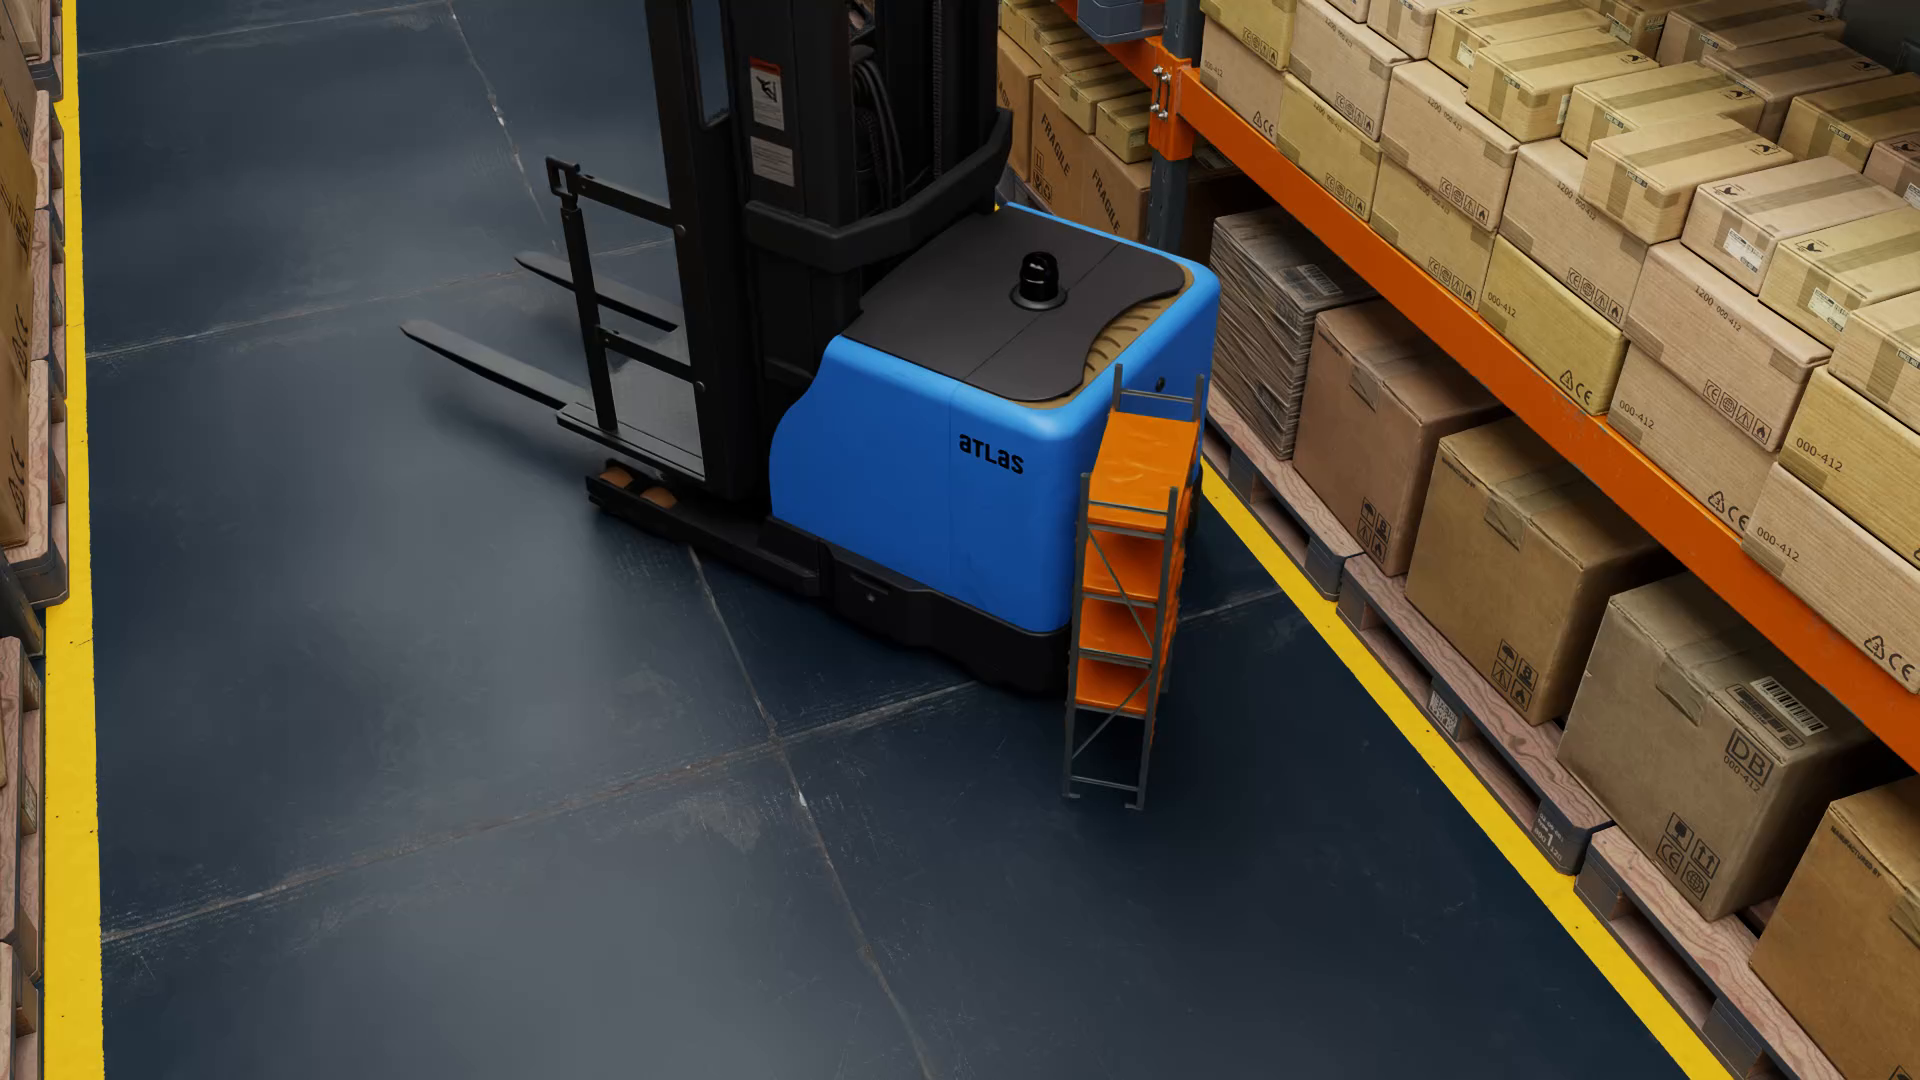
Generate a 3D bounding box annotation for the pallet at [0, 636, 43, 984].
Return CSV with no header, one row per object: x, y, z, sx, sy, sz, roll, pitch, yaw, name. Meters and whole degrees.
-3.114,0.853,4.596,1.003,0.211,1.213,-15,43,-17,pallet

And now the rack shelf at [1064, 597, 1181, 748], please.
0.475,0.359,4.820,0.258,0.148,0.480,9,42,10,rack shelf

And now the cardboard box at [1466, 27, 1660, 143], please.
1.526,-1.159,4.223,0.380,0.149,0.250,-14,43,-16,cardboard box

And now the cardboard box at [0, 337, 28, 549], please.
-3.599,-0.465,5.298,0.875,0.875,0.875,-15,43,-17,cardboard box

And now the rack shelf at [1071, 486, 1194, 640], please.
0.475,0.038,4.545,0.258,0.148,0.480,9,42,10,rack shelf

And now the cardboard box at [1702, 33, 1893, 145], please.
2.090,-1.134,4.194,0.380,0.149,0.250,-14,43,-16,cardboard box

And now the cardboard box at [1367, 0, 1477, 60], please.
1.360,-1.471,4.585,0.380,0.149,0.250,-15,43,-16,cardboard box

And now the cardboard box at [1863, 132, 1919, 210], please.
2.328,-0.836,3.848,0.380,0.149,0.250,-15,43,-17,cardboard box

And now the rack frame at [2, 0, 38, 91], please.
-4.942,-3.085,7.036,1.000,3.000,0.127,-15,43,-17,rack frame

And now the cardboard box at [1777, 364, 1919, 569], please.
2.076,-0.179,3.389,0.500,0.250,0.500,-16,43,-18,cardboard box

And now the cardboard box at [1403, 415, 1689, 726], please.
1.914,0.002,4.946,0.875,0.625,0.625,-17,43,-19,cardboard box

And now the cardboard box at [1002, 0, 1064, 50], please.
0.402,-2.254,7.168,0.380,0.149,0.250,-16,43,-17,cardboard box

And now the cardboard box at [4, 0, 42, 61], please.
-5.083,-2.677,8.206,0.875,0.438,0.875,-16,43,-17,cardboard box

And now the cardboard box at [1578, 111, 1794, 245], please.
1.678,-0.843,3.855,0.380,0.149,0.250,-16,43,-18,cardboard box

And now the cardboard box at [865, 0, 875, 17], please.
-0.167,-2.871,8.383,0.500,0.500,0.500,-16,43,-17,cardboard box

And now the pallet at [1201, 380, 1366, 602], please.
1.452,-0.353,5.998,1.003,0.211,1.213,-15,43,-17,pallet

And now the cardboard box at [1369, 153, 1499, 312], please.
1.508,-0.918,4.632,0.500,0.250,0.500,-16,43,-18,cardboard box

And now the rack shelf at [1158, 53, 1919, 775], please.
1.938,-0.438,4.510,1.077,0.370,4.000,-15,43,-17,rack shelf

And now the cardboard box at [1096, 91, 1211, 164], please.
0.750,-1.607,6.416,0.380,0.149,0.250,-17,44,-19,cardboard box

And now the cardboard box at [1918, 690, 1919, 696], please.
2.269,0.313,3.201,0.500,0.250,0.500,-14,43,-16,cardboard box

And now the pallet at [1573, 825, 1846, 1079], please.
2.386,1.117,4.289,1.003,0.211,1.213,-15,43,-17,pallet

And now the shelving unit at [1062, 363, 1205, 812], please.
0.475,0.157,4.647,0.258,1.200,0.503,9,42,10,shelving unit

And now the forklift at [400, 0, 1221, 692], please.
-0.699,-1.394,5.123,3.031,2.935,1.130,23,46,25,forklift

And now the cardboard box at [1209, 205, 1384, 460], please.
1.399,-0.795,5.873,0.875,0.625,0.625,-14,43,-16,cardboard box

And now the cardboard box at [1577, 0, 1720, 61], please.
1.917,-1.446,4.556,0.380,0.149,0.250,-15,43,-17,cardboard box

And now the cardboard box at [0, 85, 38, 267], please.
-4.278,-1.542,6.551,0.875,0.875,0.875,-14,43,-16,cardboard box

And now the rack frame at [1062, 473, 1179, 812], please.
0.416,0.312,4.467,0.240,1.200,0.015,9,42,10,rack frame

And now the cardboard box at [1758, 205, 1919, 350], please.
1.942,-0.550,3.515,0.380,0.149,0.250,-16,43,-18,cardboard box

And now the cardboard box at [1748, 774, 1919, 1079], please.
2.494,0.924,3.874,0.875,0.625,0.625,-13,42,-15,cardboard box

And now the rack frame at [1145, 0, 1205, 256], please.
1.173,-1.916,5.677,1.000,3.000,0.127,-15,43,-17,rack frame

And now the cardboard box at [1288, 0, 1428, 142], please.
1.308,-1.418,4.830,0.500,0.250,0.500,-14,43,-16,cardboard box

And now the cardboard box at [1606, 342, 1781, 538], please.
1.910,-0.296,3.908,0.500,0.250,0.500,-15,43,-17,cardboard box

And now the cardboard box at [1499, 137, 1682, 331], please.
1.710,-0.797,4.108,0.500,0.250,0.500,-15,43,-16,cardboard box

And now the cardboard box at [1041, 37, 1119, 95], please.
0.557,-1.934,6.796,0.380,0.149,0.250,-16,43,-18,cardboard box

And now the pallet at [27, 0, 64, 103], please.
-5.161,-2.505,8.501,1.003,0.211,1.213,-15,43,-17,pallet

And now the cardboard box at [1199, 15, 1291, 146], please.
1.117,-1.530,5.344,0.500,0.250,0.500,-15,43,-17,cardboard box

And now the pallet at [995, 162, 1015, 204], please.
0.459,-2.051,7.973,1.003,0.211,1.213,-15,43,-17,pallet

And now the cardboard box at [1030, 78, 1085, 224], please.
0.631,-1.632,6.943,0.500,0.500,0.500,-16,43,-17,cardboard box

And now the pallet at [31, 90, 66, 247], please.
-4.577,-1.581,7.427,1.003,0.211,1.213,-15,43,-17,pallet

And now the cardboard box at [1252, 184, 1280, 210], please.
1.271,-1.451,6.732,0.500,0.500,0.500,-14,43,-15,cardboard box

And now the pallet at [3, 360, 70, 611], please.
-3.644,-0.111,5.718,1.003,0.211,1.213,-15,43,-17,pallet
